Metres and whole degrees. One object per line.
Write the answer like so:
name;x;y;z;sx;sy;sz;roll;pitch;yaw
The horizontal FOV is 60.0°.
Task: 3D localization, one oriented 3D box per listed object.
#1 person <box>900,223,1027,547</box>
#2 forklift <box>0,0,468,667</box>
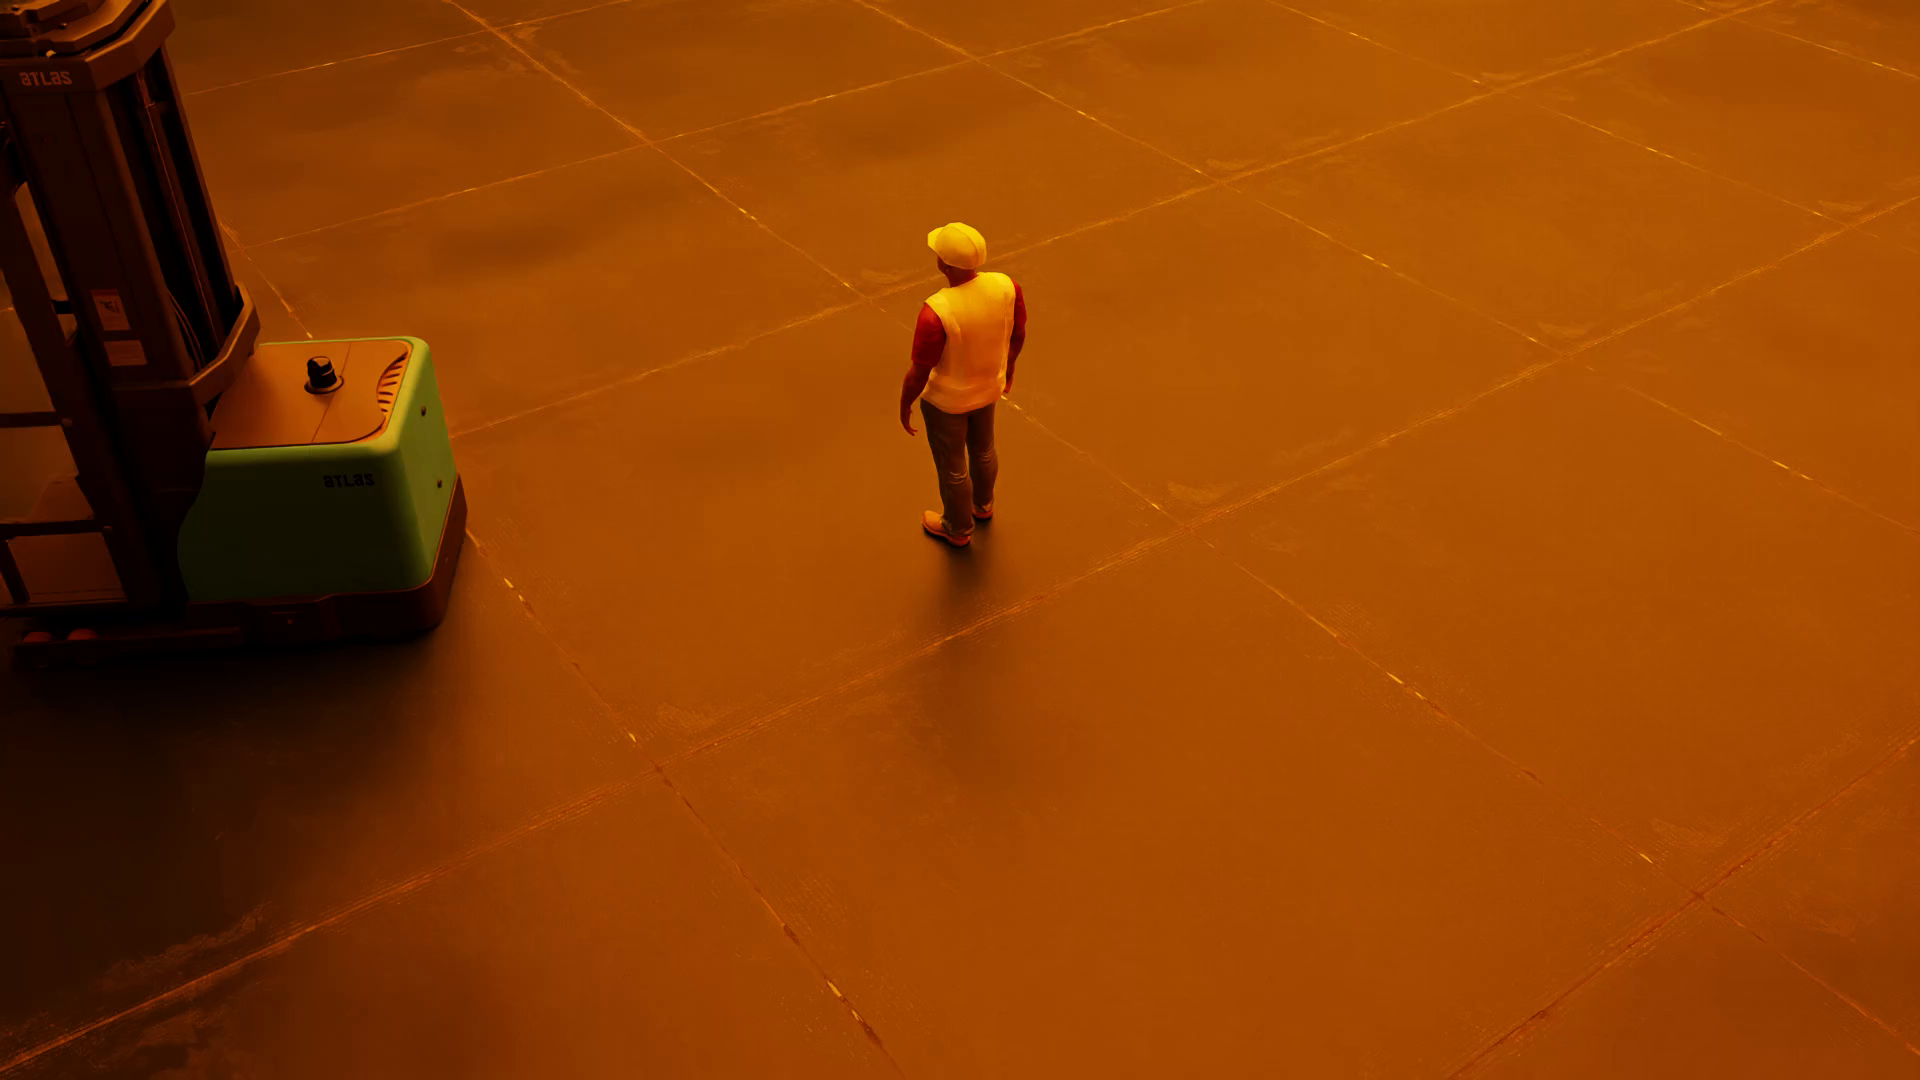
person;-0.037;-0.751;7.929;0.666;1.768;0.575;-23;42;-28
forklift;-3.978;-0.926;7.196;3.031;2.935;1.130;-3;37;-5
